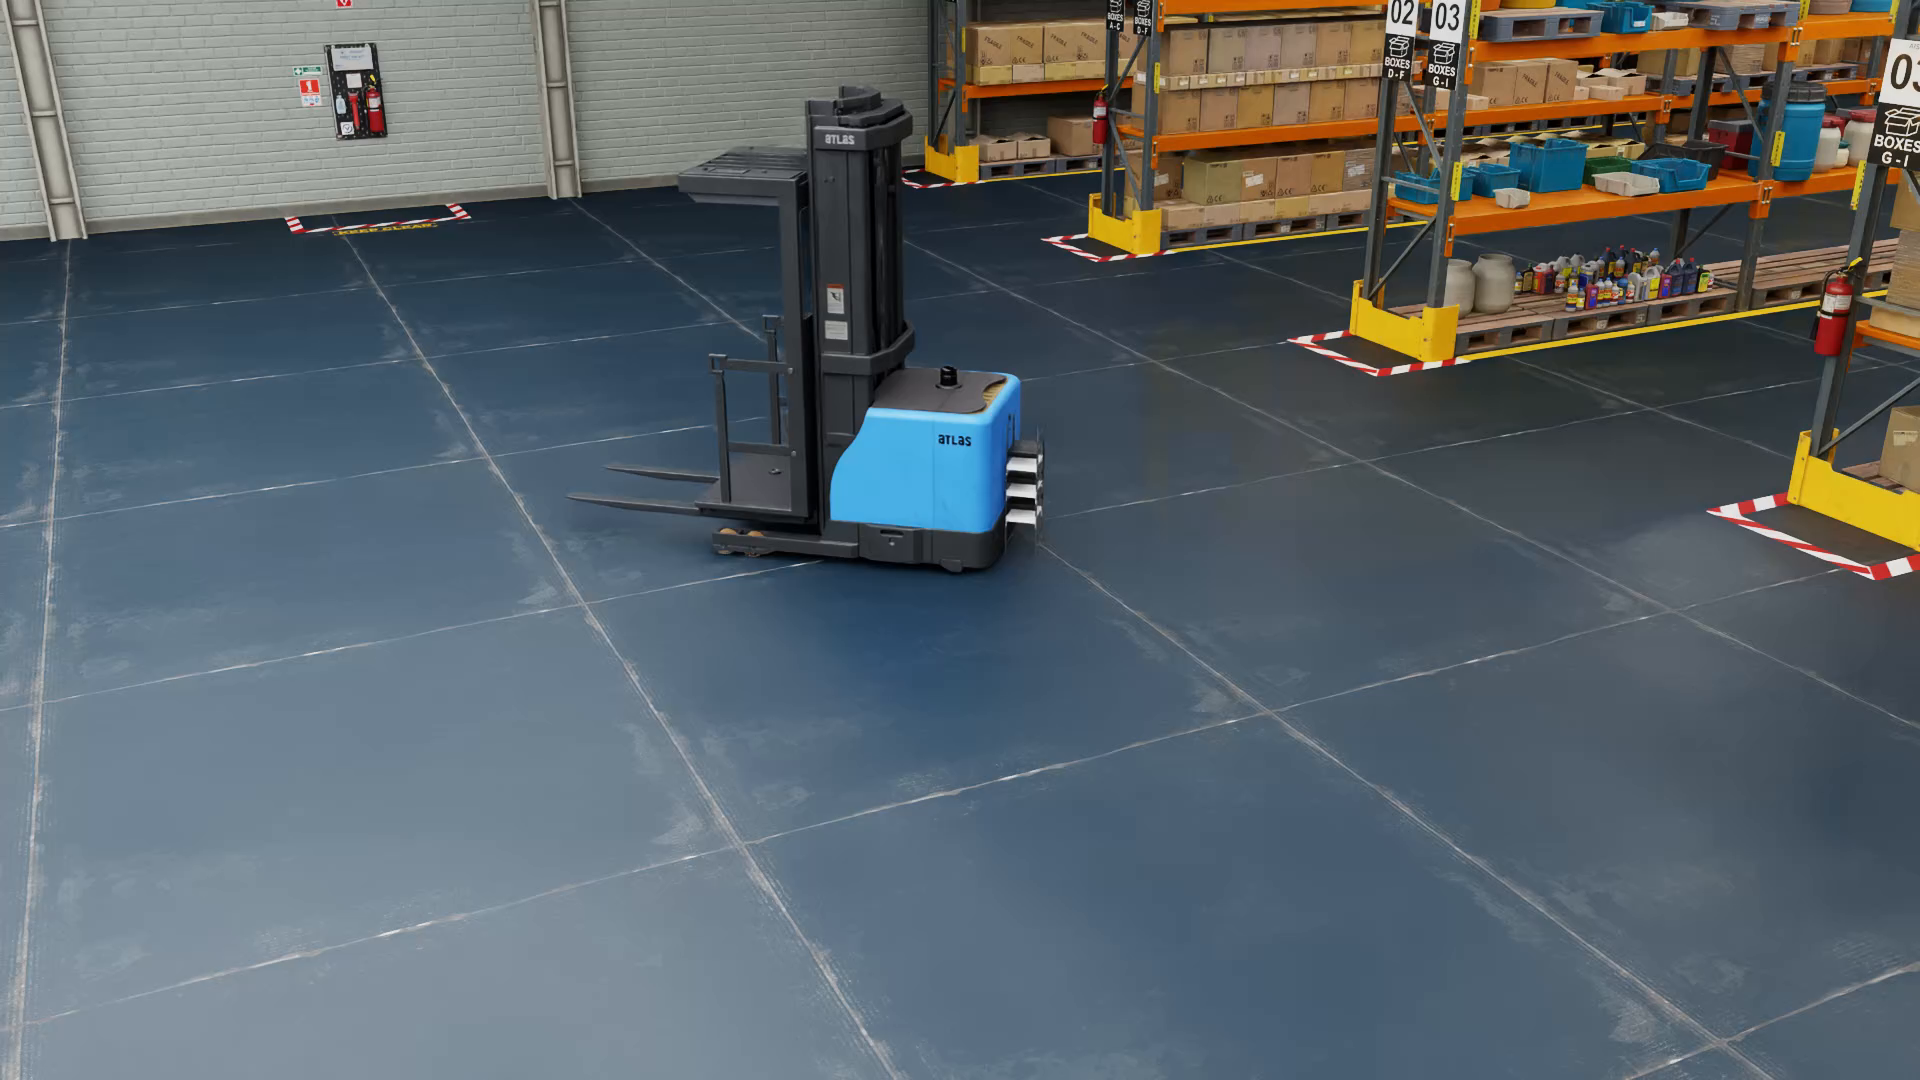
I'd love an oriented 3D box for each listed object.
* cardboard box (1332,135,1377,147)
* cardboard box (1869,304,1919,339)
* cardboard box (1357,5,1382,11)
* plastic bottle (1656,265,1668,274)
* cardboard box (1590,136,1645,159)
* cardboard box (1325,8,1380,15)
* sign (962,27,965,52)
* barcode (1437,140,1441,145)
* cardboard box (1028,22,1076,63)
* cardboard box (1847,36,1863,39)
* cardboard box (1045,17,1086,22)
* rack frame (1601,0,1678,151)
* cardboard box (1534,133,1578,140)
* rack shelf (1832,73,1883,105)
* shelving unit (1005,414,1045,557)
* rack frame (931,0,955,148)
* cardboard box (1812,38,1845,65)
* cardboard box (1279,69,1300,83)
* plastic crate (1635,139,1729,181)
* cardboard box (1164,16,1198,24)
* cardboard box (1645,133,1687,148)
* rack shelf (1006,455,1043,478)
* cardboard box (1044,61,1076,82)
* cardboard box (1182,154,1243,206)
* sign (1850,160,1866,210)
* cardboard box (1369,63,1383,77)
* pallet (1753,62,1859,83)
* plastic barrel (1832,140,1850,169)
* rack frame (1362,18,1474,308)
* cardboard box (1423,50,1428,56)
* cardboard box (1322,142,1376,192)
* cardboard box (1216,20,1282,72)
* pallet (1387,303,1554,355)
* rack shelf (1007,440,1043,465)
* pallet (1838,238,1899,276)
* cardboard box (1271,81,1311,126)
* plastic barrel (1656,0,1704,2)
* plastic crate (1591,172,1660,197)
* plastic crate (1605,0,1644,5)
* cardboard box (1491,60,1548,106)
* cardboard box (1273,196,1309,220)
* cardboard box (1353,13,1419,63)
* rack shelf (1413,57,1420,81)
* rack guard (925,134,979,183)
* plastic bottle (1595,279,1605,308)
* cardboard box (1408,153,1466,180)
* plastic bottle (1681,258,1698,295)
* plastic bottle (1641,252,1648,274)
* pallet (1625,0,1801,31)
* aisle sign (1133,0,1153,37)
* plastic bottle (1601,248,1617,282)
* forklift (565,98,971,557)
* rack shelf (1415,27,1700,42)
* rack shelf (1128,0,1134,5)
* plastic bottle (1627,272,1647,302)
[{"bbox_3d":[5.012,-4.872,21.164,0.500,0.500,0.500,-10,25,-24],"label":"cardboard box"},{"bbox_3d":[6.422,-1.496,11.269,0.250,0.149,0.380,-10,25,-24],"label":"cardboard box"},{"bbox_3d":[6.437,-8.364,25.981,0.250,0.149,0.380,-15,27,-32],"label":"cardboard box"},{"bbox_3d":[6.996,-2.617,16.637,0.135,0.276,0.152,-10,25,-24],"label":"plastic bottle"},{"bbox_3d":[8.805,-5.246,22.314,0.500,0.311,0.500,-10,24,-22],"label":"cardboard box"},{"bbox_3d":[6.107,-8.007,25.966,0.500,0.500,0.700,-13,26,-29],"label":"cardboard box"},{"bbox_3d":[0.045,-6.827,22.690,0.005,0.325,0.100,-10,25,-24],"label":"sign"},{"bbox_3d":[5.976,-4.962,20.753,0.075,0.075,0.001,-10,25,-24],"label":"barcode"},{"bbox_3d":[1.288,-7.038,23.521,0.500,0.500,0.500,-11,25,-25],"label":"cardboard box"},{"bbox_3d":[13.118,-7.580,24.201,0.500,0.500,0.500,-10,25,-23],"label":"cardboard box"},{"bbox_3d":[1.518,-7.303,24.160,0.500,0.500,0.500,-10,25,-23],"label":"cardboard box"},{"bbox_3d":[9.170,-6.235,22.390,0.127,3.000,1.000,-10,25,-24],"label":"rack frame"},{"bbox_3d":[8.101,-5.342,22.546,0.500,0.311,0.500,-11,25,-25],"label":"cardboard box"},{"bbox_3d":[14.577,-6.898,24.932,4.000,0.370,1.077,-10,25,-24],"label":"rack shelf"},{"bbox_3d":[0.428,-0.356,10.935,0.210,0.900,0.258,5,23,13],"label":"shelving unit"},{"bbox_3d":[-0.189,-6.613,23.304,0.053,2.616,0.949,-10,25,-24],"label":"rack frame"},{"bbox_3d":[12.251,-7.137,23.890,0.700,0.500,0.500,21,30,41],"label":"cardboard box"},{"bbox_3d":[3.794,-5.499,19.634,0.250,0.149,0.380,-10,25,-23],"label":"cardboard box"},{"bbox_3d":[7.184,-3.792,16.570,0.504,0.338,0.767,-10,25,-24],"label":"plastic crate"},{"bbox_3d":[3.122,-7.379,24.344,0.500,0.500,0.500,-10,25,-24],"label":"cardboard box"},{"bbox_3d":[9.704,-5.260,22.729,0.500,0.500,0.500,-9,24,-21],"label":"cardboard box"},{"bbox_3d":[0.428,-0.492,10.879,0.200,0.077,0.258,5,23,13],"label":"rack shelf"},{"bbox_3d":[1.311,-6.699,23.682,0.500,0.250,0.500,-11,25,-24],"label":"cardboard box"},{"bbox_3d":[2.991,-4.274,19.718,0.500,0.500,0.500,-10,25,-24],"label":"cardboard box"},{"bbox_3d":[6.032,-2.369,11.124,0.005,0.325,0.100,-10,25,-24],"label":"sign"},{"bbox_3d":[4.955,-5.714,20.152,0.250,0.149,0.380,-11,25,-25],"label":"cardboard box"},{"bbox_3d":[12.007,-6.715,23.800,1.213,0.211,1.003,-10,25,-24],"label":"pallet"},{"bbox_3d":[8.970,-3.966,17.091,0.301,0.262,0.301,0,22,0],"label":"plastic barrel"},{"bbox_3d":[4.107,-3.200,15.059,0.127,3.000,1.000,-10,25,-24],"label":"rack frame"},{"bbox_3d":[7.416,-7.809,26.496,0.250,0.149,0.380,-11,25,-24],"label":"cardboard box"},{"bbox_3d":[-17.056,-2.272,4.373,53.590,8.540,10.069,-10,25,-24],"label":"cardboard box"},{"bbox_3d":[3.361,-5.808,19.533,0.500,0.500,0.700,-10,25,-23],"label":"cardboard box"},{"bbox_3d":[4.889,-2.073,15.983,1.213,0.211,1.003,-10,25,-24],"label":"pallet"},{"bbox_3d":[0.428,-0.575,10.844,0.200,0.077,0.258,5,23,13],"label":"rack shelf"},{"bbox_3d":[10.600,-3.124,18.520,1.213,0.211,1.003,-10,25,-24],"label":"pallet"},{"bbox_3d":[3.782,-5.285,19.964,0.500,0.500,0.700,-10,24,-22],"label":"cardboard box"},{"bbox_3d":[6.768,-5.547,15.602,0.708,0.901,0.600,-10,25,-24],"label":"plastic barrel"},{"bbox_3d":[6.358,-3.385,15.851,0.437,0.136,0.530,-10,25,-24],"label":"plastic crate"},{"bbox_3d":[6.171,-4.984,15.723,0.450,0.188,0.336,-10,25,-24],"label":"plastic crate"},{"bbox_3d":[7.191,-5.910,21.474,0.500,0.500,0.500,-10,25,-24],"label":"cardboard box"},{"bbox_3d":[3.894,-4.092,20.259,0.500,0.250,0.500,-10,25,-24],"label":"cardboard box"},{"bbox_3d":[5.169,-6.141,20.337,0.500,0.500,0.700,-10,25,-23],"label":"cardboard box"},{"bbox_3d":[5.216,-7.277,25.849,4.000,0.370,1.077,-10,25,-24],"label":"rack shelf"},{"bbox_3d":[-0.122,-5.472,23.816,0.348,0.500,1.175,-10,25,-24],"label":"rack guard"},{"bbox_3d":[6.184,-2.393,16.101,0.097,0.271,0.097,0,22,0],"label":"plastic bottle"},{"bbox_3d":[6.046,-4.737,21.084,0.500,0.311,0.500,-10,25,-23],"label":"cardboard box"},{"bbox_3d":[7.256,-2.637,16.586,0.185,0.351,0.144,-11,25,-25],"label":"plastic bottle"},{"bbox_3d":[7.001,-2.810,17.094,0.133,0.283,0.061,-10,25,-24],"label":"plastic bottle"},{"bbox_3d":[7.103,-5.009,15.754,1.003,0.211,1.213,-10,25,-24],"label":"pallet"},{"bbox_3d":[2.035,-5.992,18.406,0.004,0.787,0.394,-10,25,-24],"label":"aisle sign"},{"bbox_3d":[6.634,-2.821,17.031,0.185,0.351,0.144,-12,25,-26],"label":"plastic bottle"},{"bbox_3d":[-1.202,-1.407,10.899,2.937,2.867,1.118,5,23,13],"label":"forklift"},{"bbox_3d":[5.909,-4.709,15.373,3.809,0.052,0.919,-10,25,-24],"label":"rack shelf"},{"bbox_3d":[3.764,-6.359,19.522,3.687,0.071,0.831,-10,25,-24],"label":"rack shelf"},{"bbox_3d":[6.644,-2.491,16.332,0.135,0.276,0.152,-10,24,-23],"label":"plastic bottle"}]
